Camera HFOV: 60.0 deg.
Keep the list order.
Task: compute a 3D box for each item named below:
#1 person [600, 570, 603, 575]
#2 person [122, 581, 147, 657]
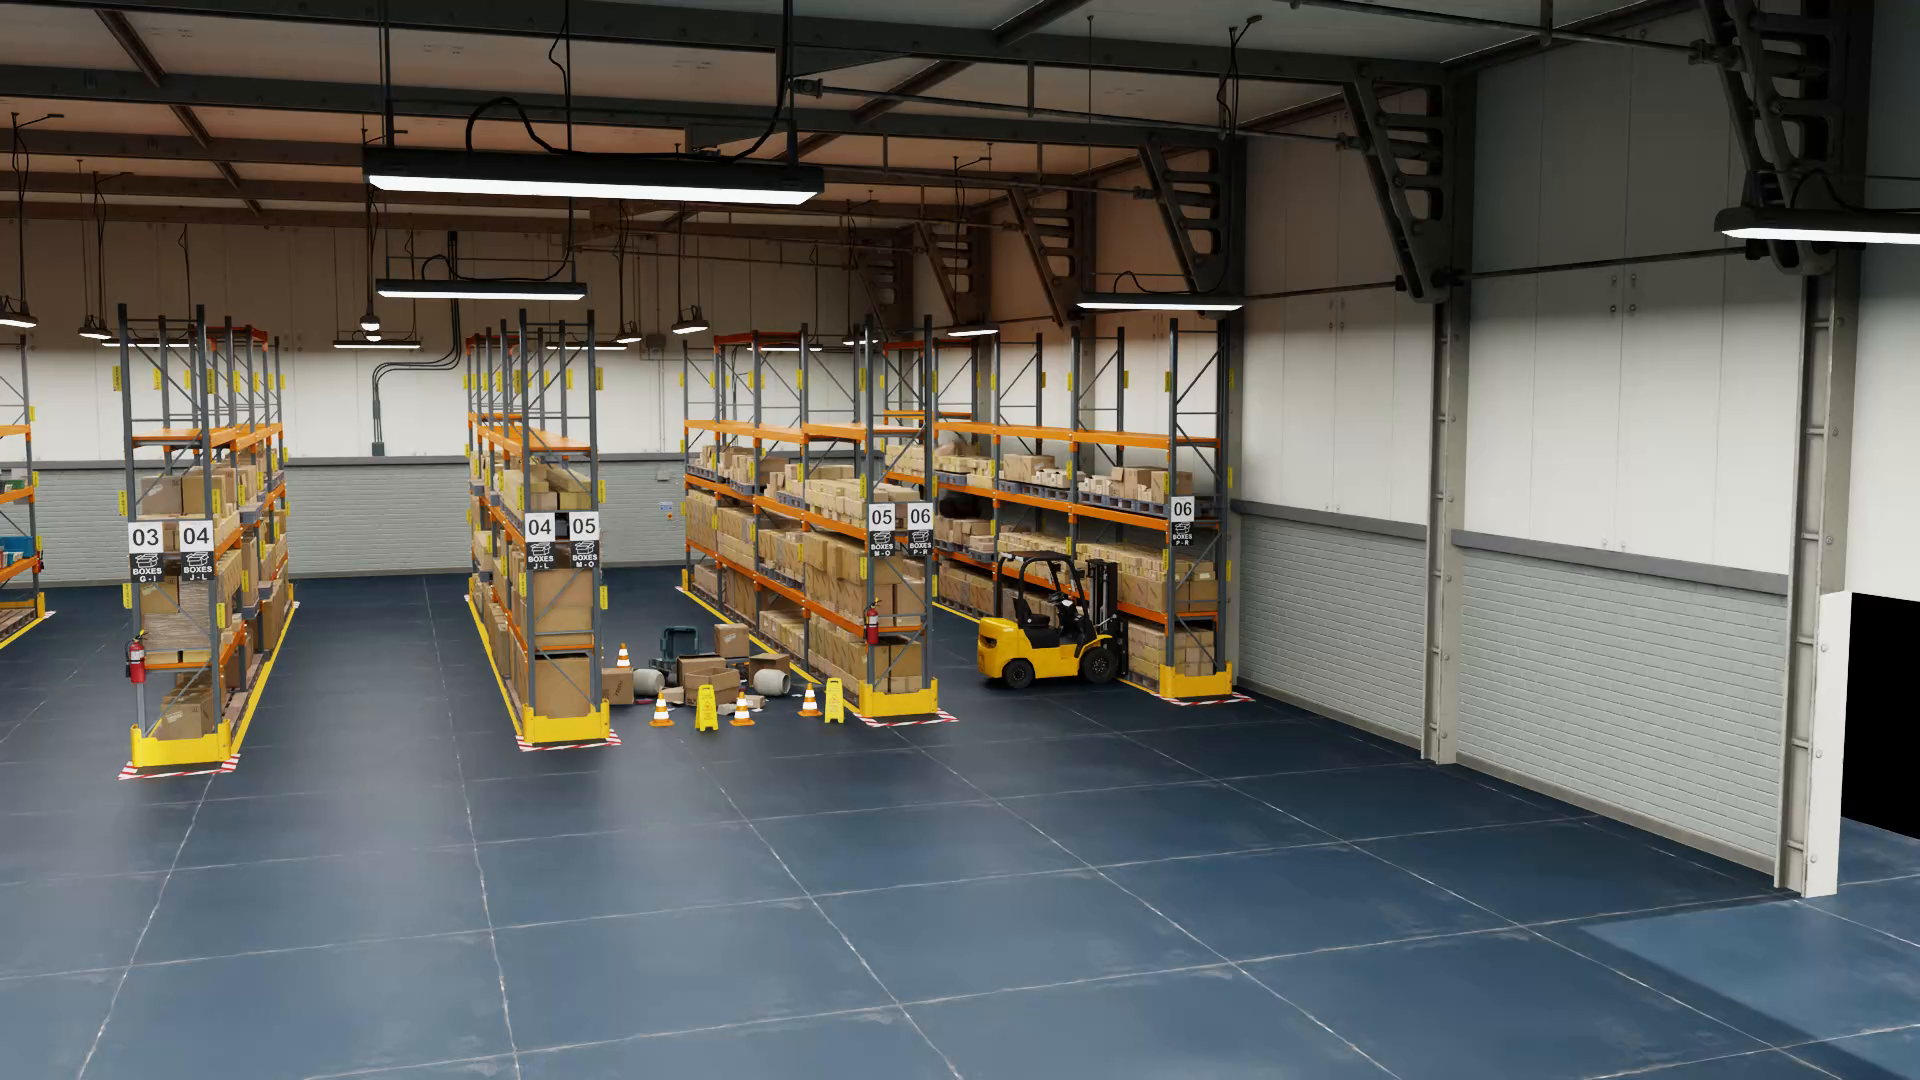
[{"bbox_3d":[-9.185,0.333,40.288,1.077,1.776,0.662,-3,6,-27],"label":"person"},{"bbox_3d":[-14.516,1.344,29.546,0.644,1.788,0.826,-2,6,-23],"label":"person"}]
